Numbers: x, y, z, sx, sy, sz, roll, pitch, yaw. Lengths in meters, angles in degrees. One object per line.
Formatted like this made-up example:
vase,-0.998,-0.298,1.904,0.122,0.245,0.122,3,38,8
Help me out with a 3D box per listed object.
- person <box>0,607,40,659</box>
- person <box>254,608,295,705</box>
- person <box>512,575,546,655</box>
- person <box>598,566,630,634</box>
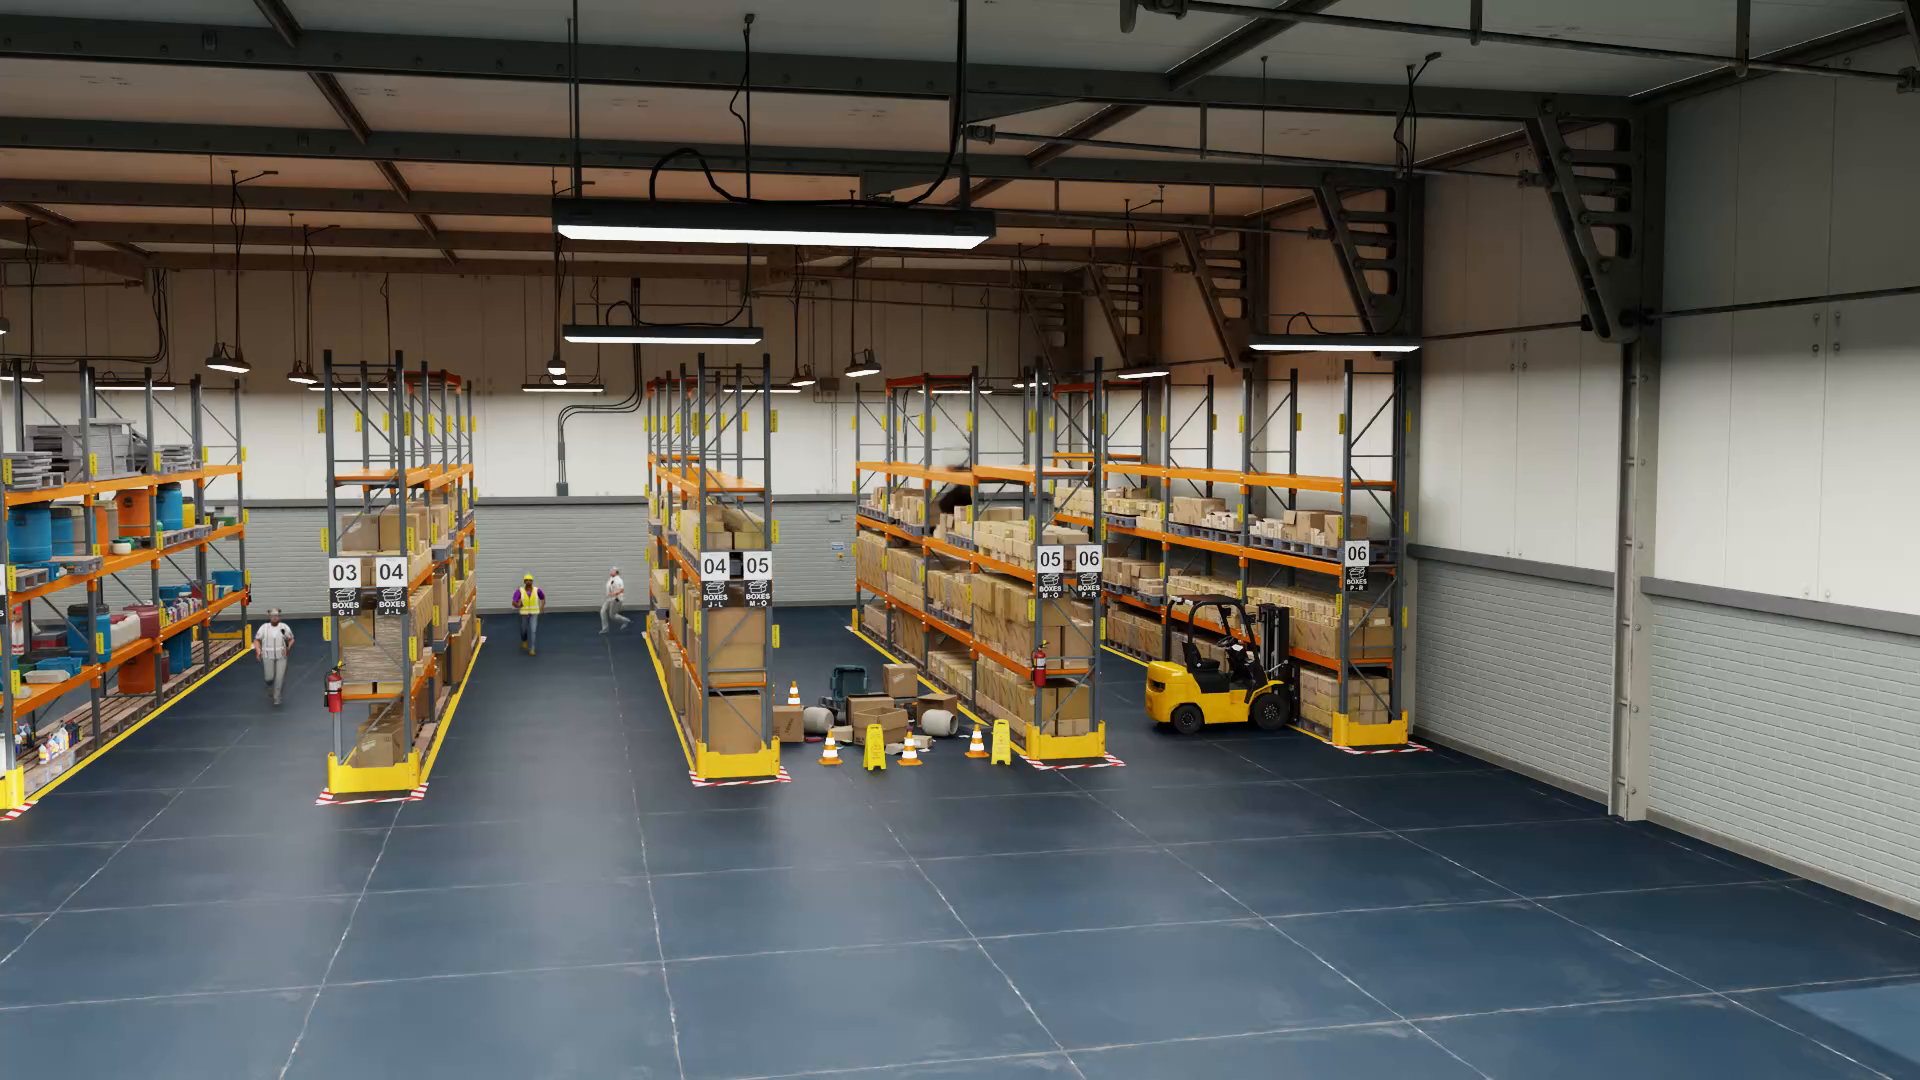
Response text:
person,-16.845,2.061,29.783,0.638,1.738,0.615,-1,4,-17
person,-12.250,2.073,29.745,0.667,1.736,0.598,-2,4,-24
person,-9.364,1.620,36.161,0.718,1.741,0.869,-1,4,-16
person,-8.252,1.438,39.790,0.748,1.630,0.648,-3,5,-38
